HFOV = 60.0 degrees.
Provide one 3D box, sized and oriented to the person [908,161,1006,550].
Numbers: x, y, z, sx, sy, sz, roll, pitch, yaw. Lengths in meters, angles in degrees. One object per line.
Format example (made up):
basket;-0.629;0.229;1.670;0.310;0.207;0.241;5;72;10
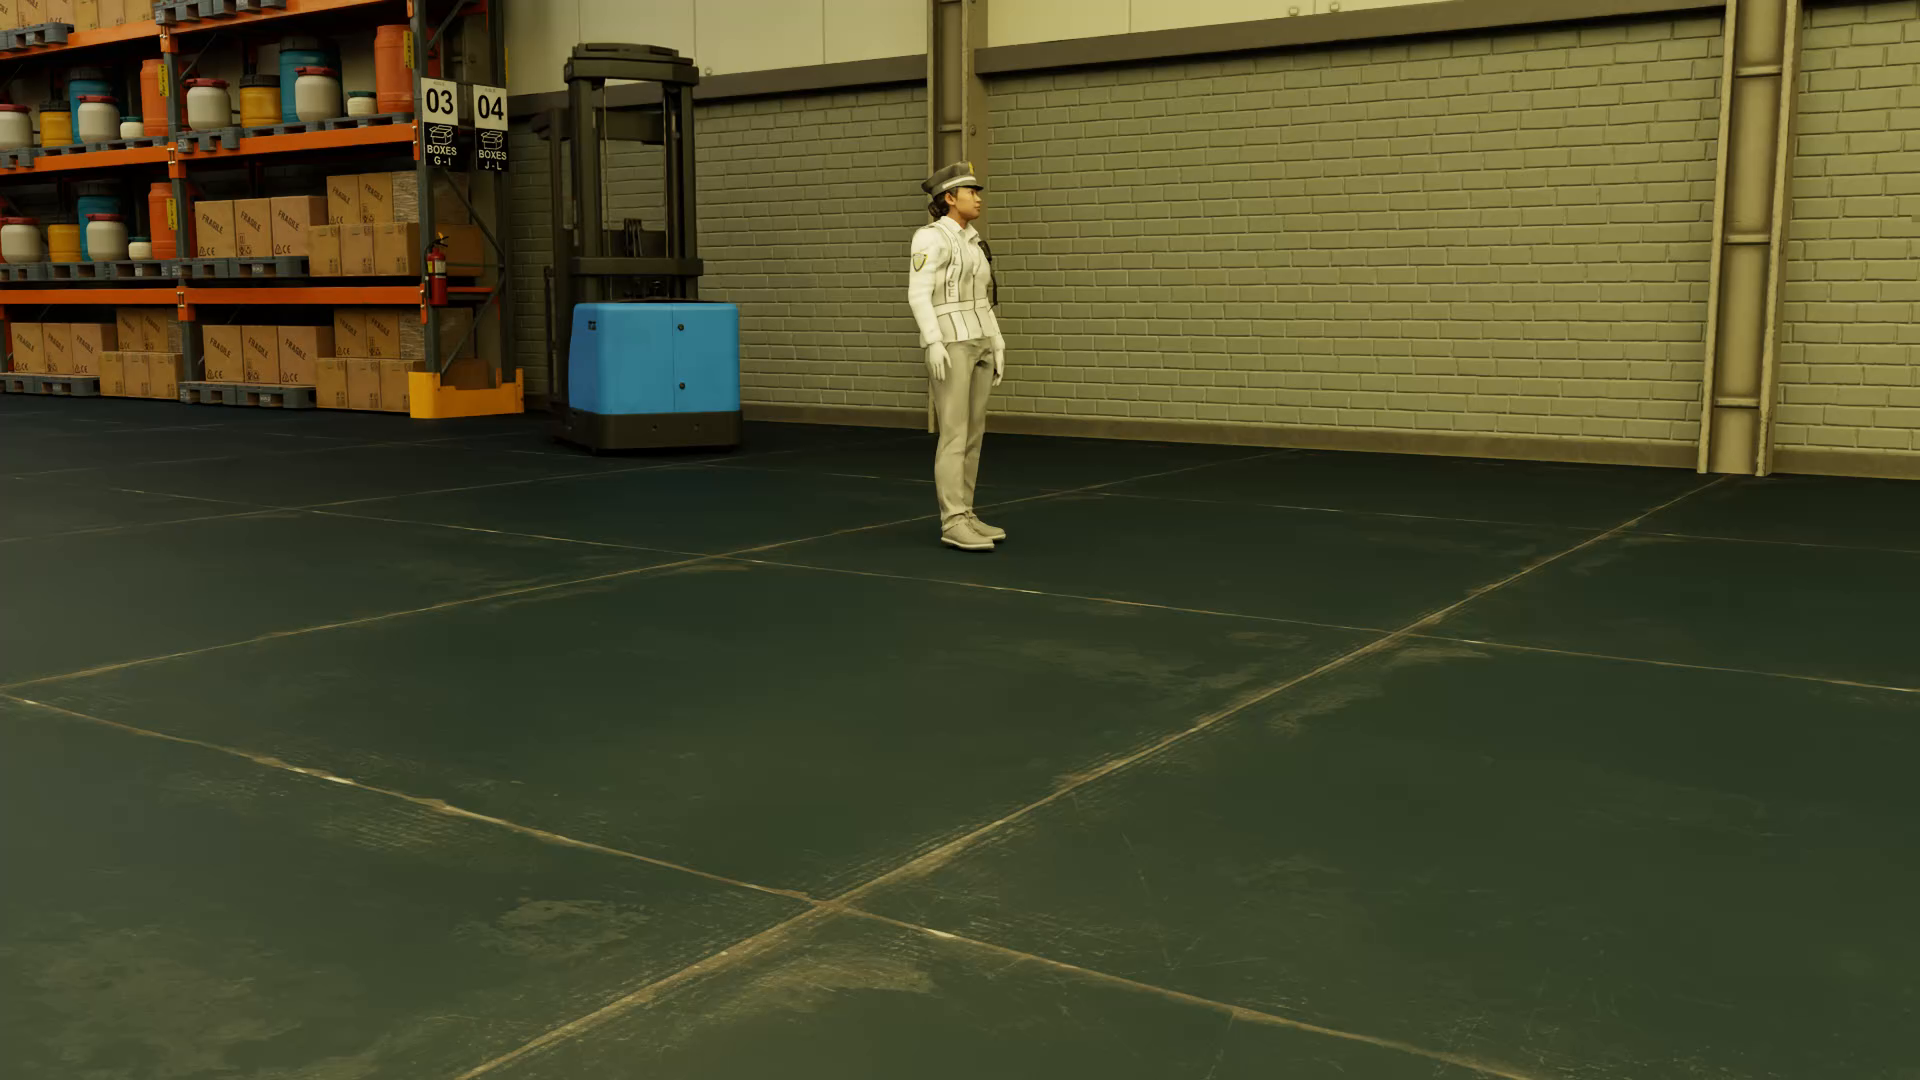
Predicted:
person;0.053;-0.840;7.439;0.530;1.694;0.587;5;10;34

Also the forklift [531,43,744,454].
forklift;-2.642;-2.225;12.842;1.130;2.935;3.031;-4;9;-25
